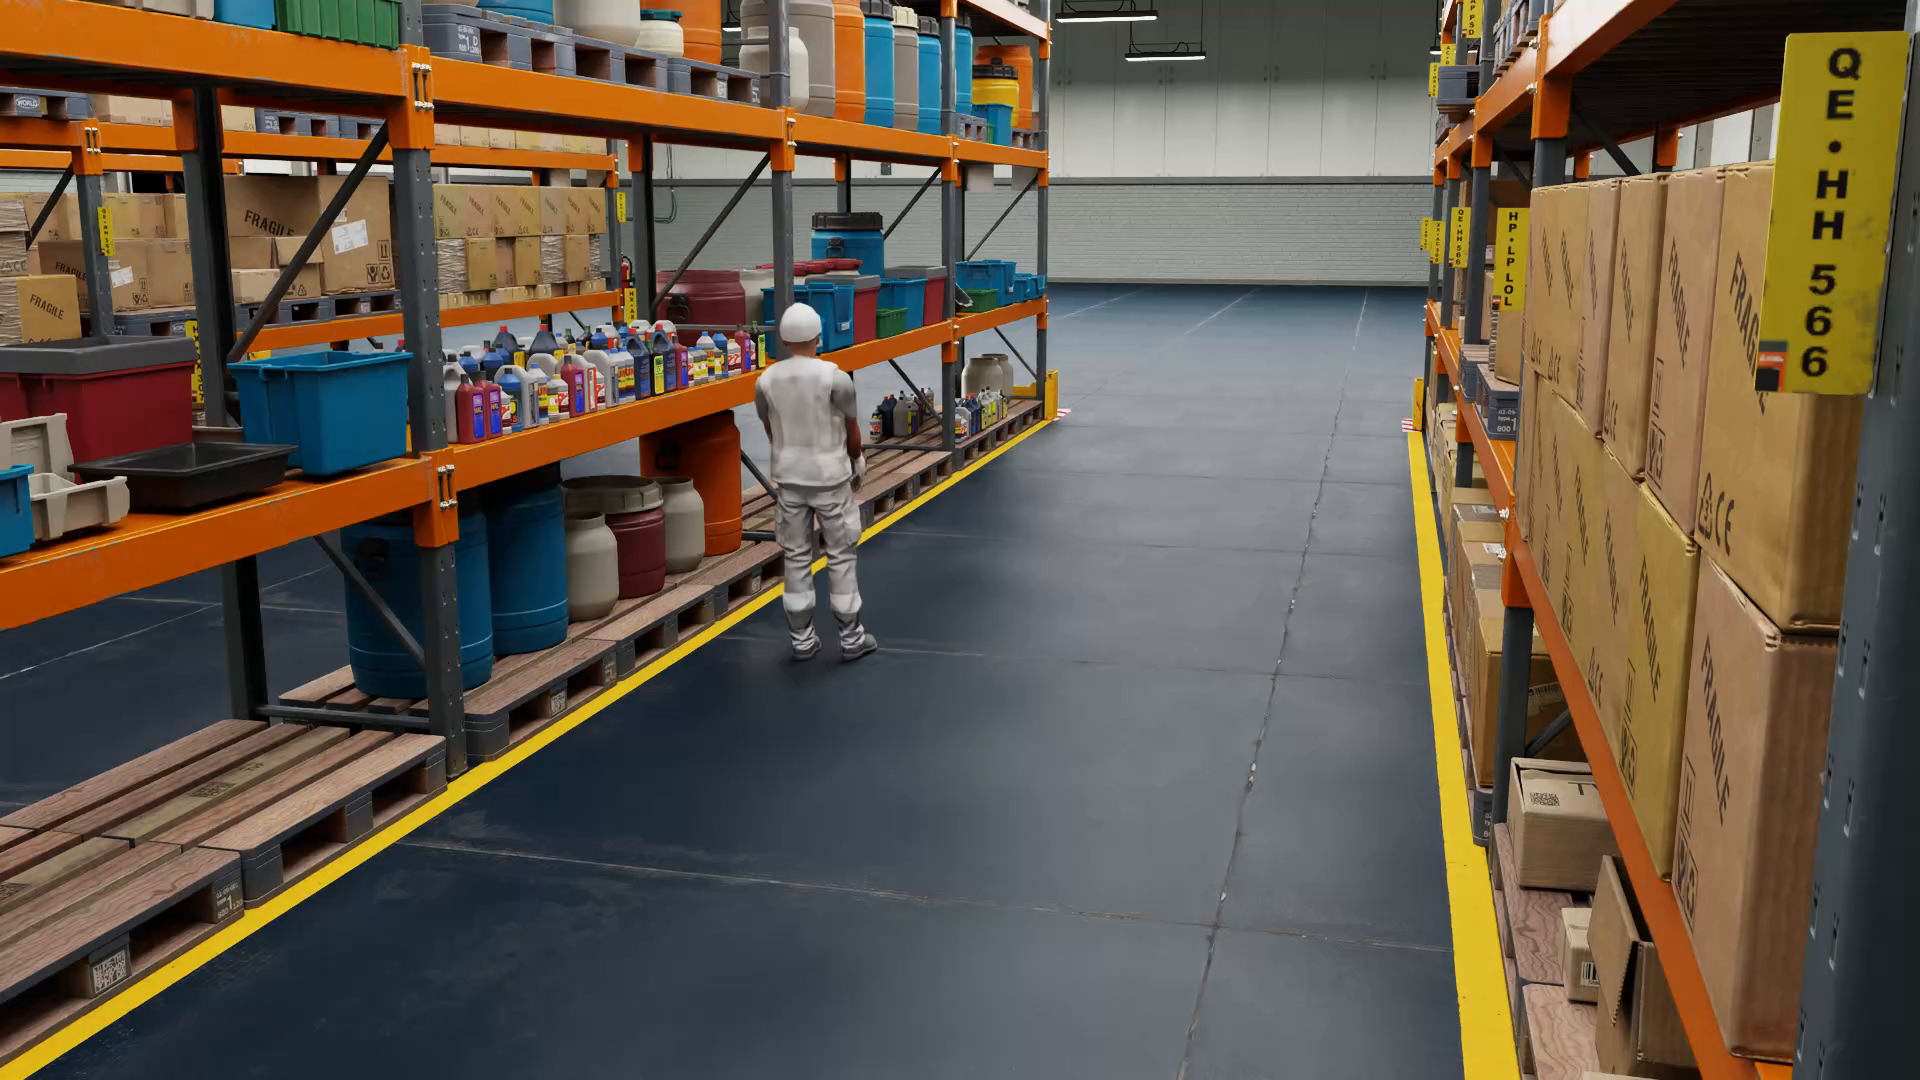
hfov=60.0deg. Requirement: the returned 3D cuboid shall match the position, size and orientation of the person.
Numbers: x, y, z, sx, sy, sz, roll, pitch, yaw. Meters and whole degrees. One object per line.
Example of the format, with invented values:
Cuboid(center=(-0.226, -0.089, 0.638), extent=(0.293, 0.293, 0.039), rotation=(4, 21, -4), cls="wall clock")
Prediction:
Cuboid(center=(-0.720, -0.292, 8.324), extent=(0.535, 1.793, 0.525), rotation=(3, 12, 14), cls="person")
